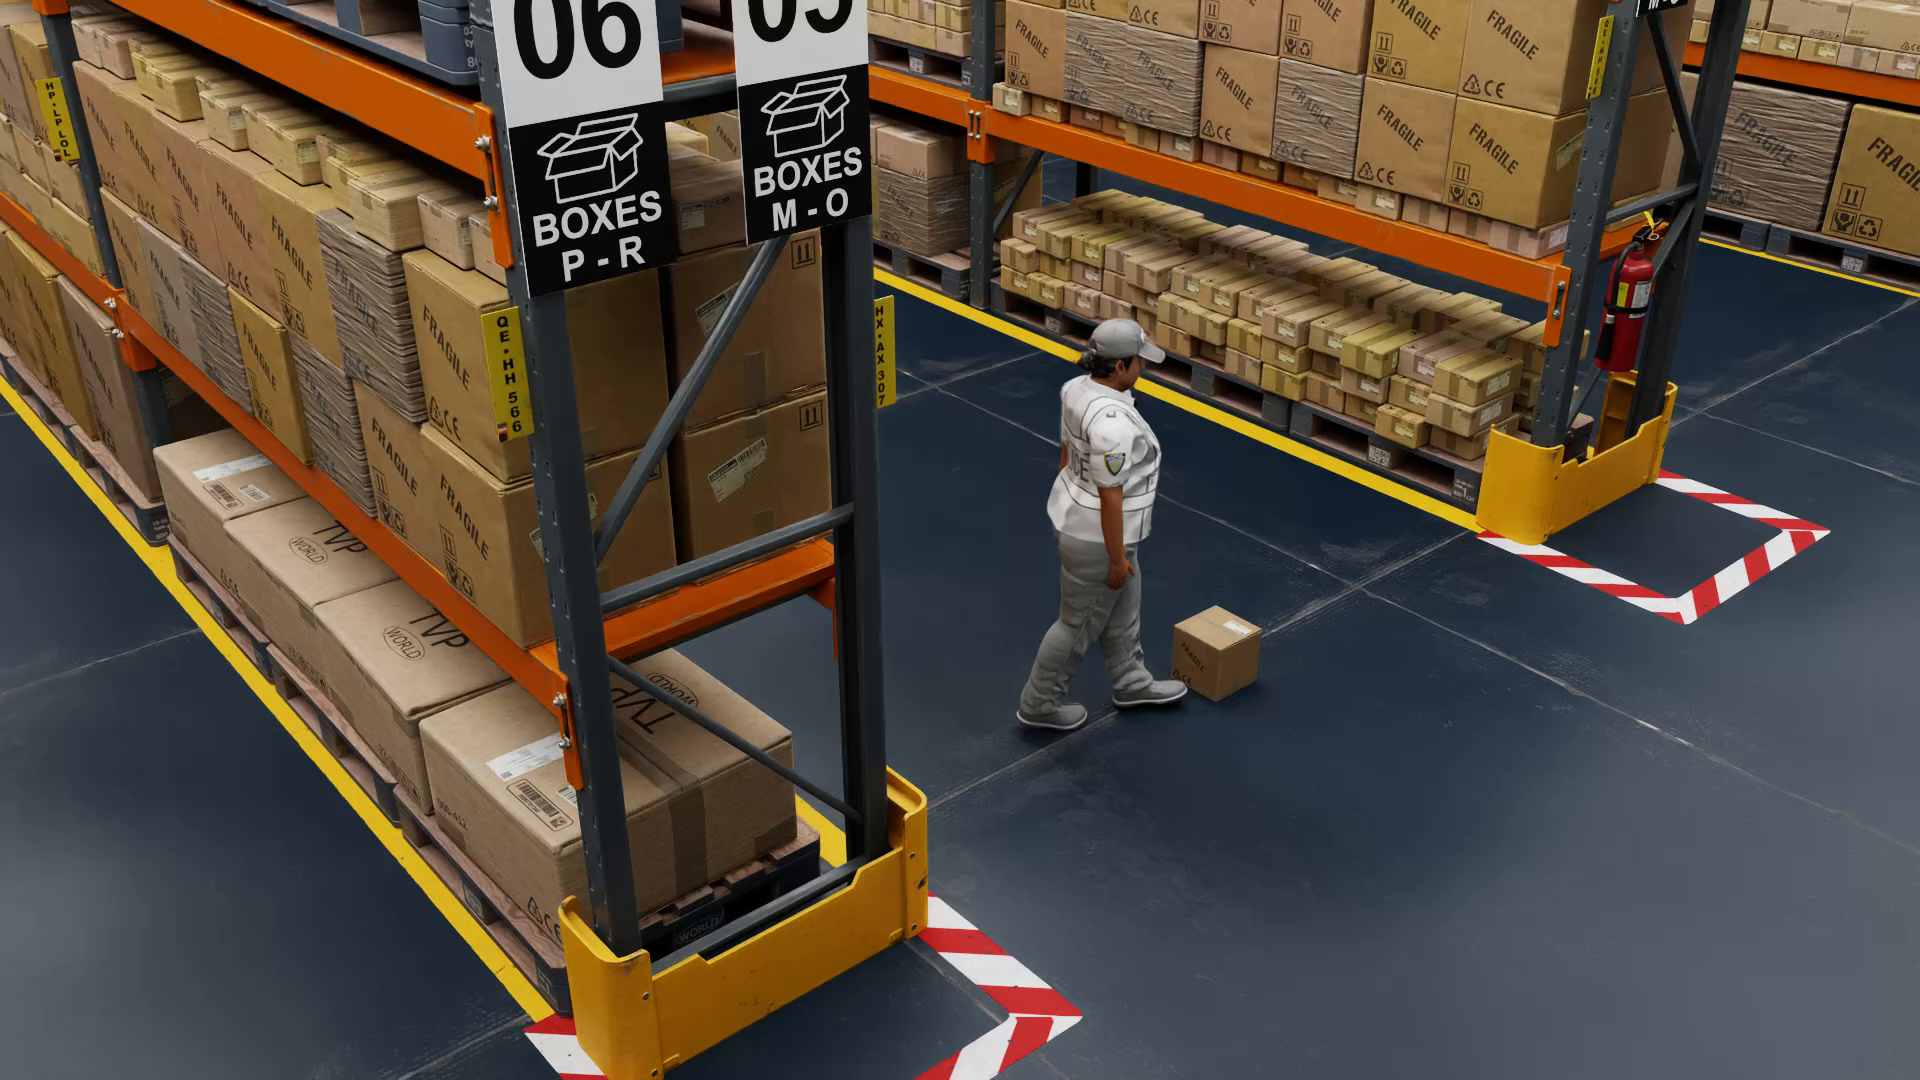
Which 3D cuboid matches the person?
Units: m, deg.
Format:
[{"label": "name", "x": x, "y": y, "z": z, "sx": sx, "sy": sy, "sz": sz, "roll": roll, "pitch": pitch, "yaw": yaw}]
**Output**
[{"label": "person", "x": 0.562, "y": -0.038, "z": 6.186, "sx": 0.711, "sy": 1.654, "sz": 0.487, "roll": -4, "pitch": 29, "yaw": -7}]
